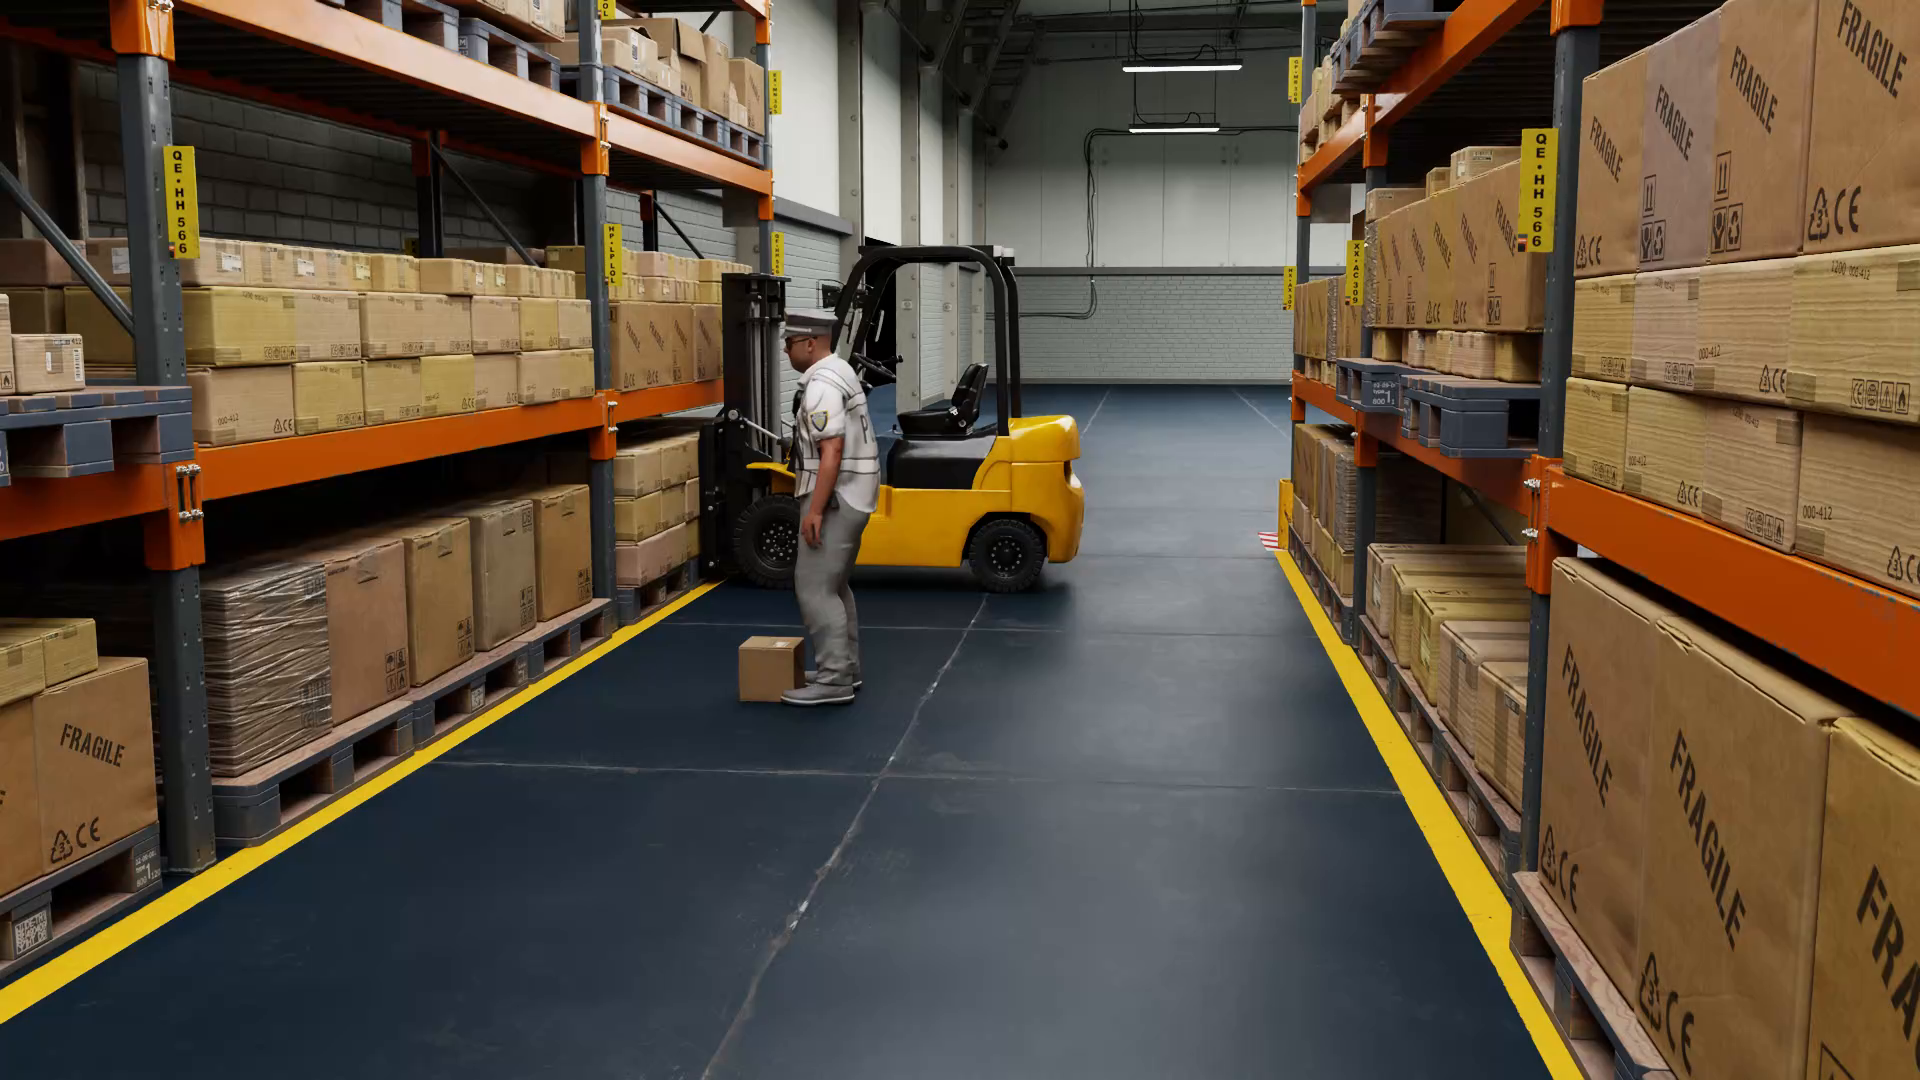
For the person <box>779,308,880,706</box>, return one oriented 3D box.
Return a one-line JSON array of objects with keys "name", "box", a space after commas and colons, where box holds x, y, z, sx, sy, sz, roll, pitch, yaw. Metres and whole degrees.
[{"name": "person", "box": [-0.577, -0.154, 7.424, 0.434, 1.749, 0.606, 0, 8, 3]}]
